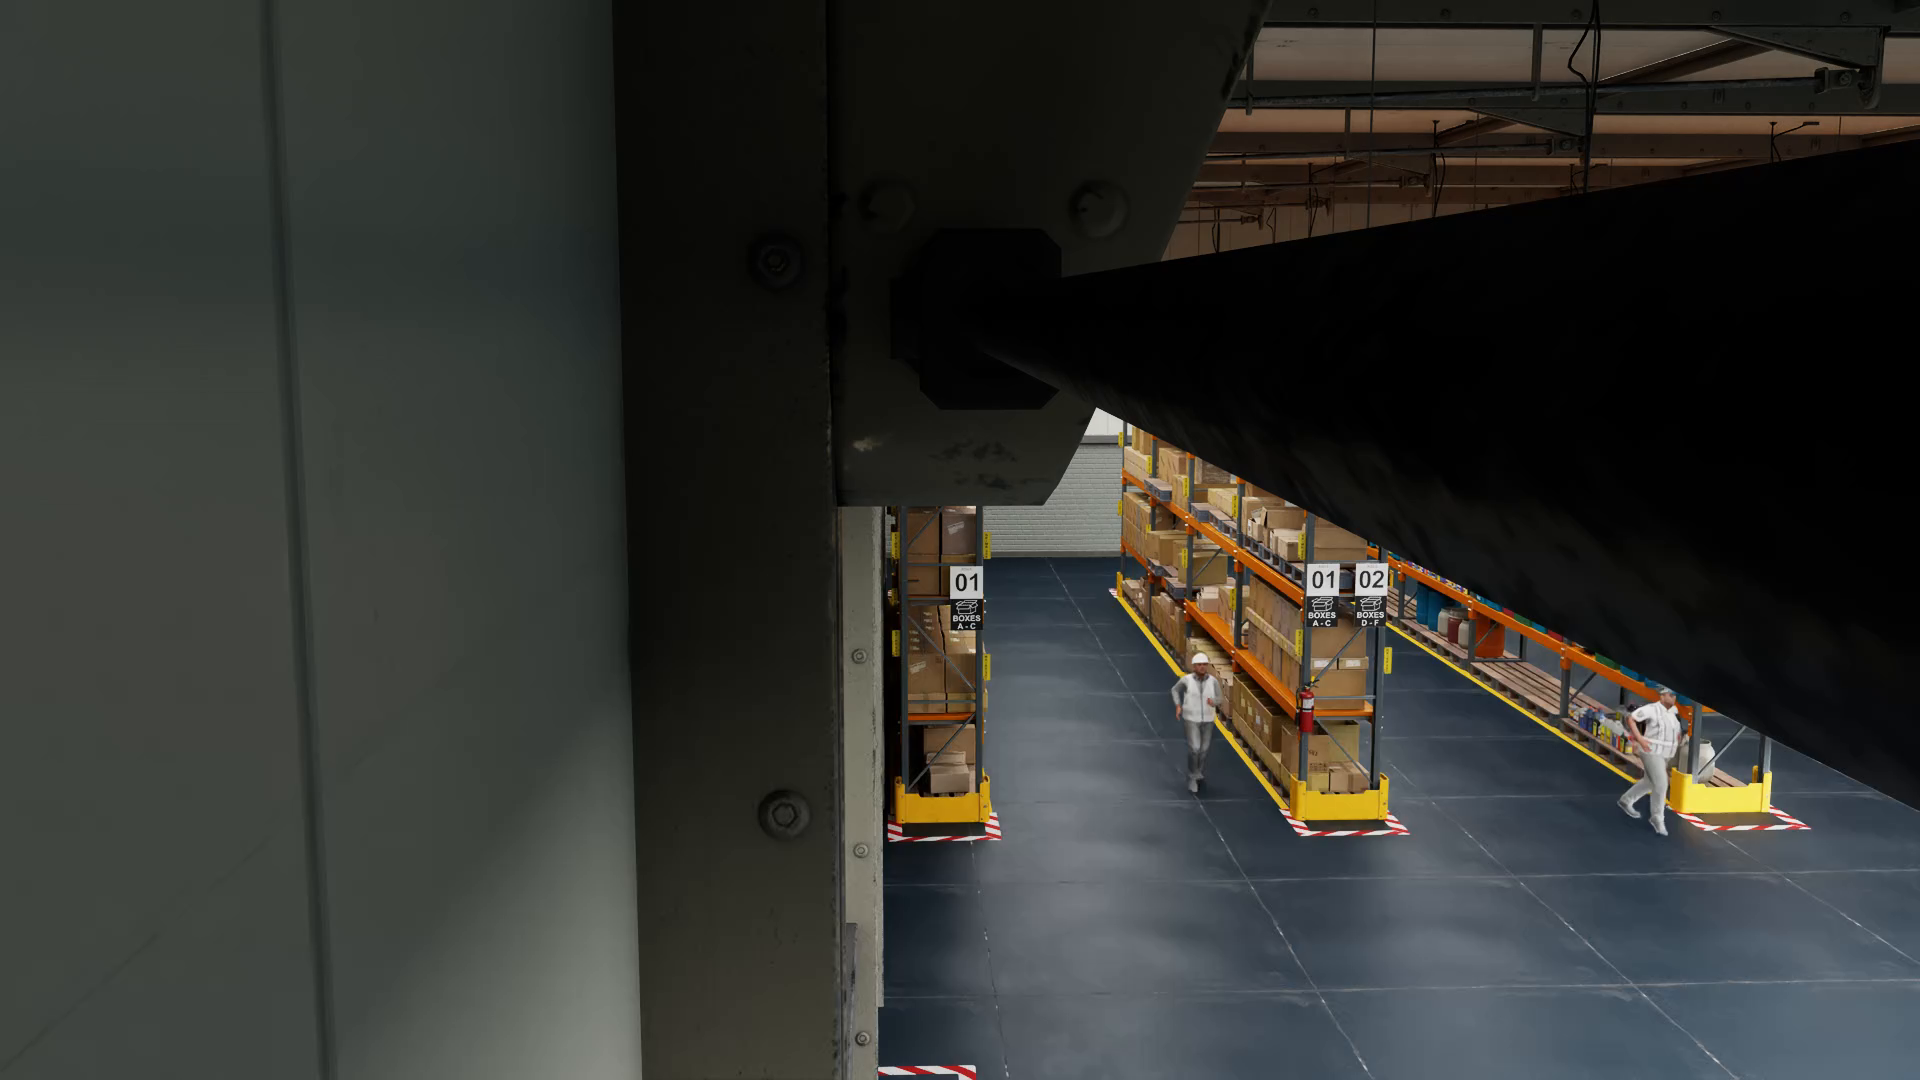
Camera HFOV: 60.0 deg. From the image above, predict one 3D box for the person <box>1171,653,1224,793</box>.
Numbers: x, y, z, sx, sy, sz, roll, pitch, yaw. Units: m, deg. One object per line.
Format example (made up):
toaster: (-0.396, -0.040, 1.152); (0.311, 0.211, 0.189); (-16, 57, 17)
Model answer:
person: (3.143, 2.393, 21.908); (0.624, 1.830, 0.752); (-1, 8, -8)

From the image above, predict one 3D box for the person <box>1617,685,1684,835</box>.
person: (8.522, 2.637, 20.374); (0.691, 1.845, 0.813); (-5, 10, -32)
